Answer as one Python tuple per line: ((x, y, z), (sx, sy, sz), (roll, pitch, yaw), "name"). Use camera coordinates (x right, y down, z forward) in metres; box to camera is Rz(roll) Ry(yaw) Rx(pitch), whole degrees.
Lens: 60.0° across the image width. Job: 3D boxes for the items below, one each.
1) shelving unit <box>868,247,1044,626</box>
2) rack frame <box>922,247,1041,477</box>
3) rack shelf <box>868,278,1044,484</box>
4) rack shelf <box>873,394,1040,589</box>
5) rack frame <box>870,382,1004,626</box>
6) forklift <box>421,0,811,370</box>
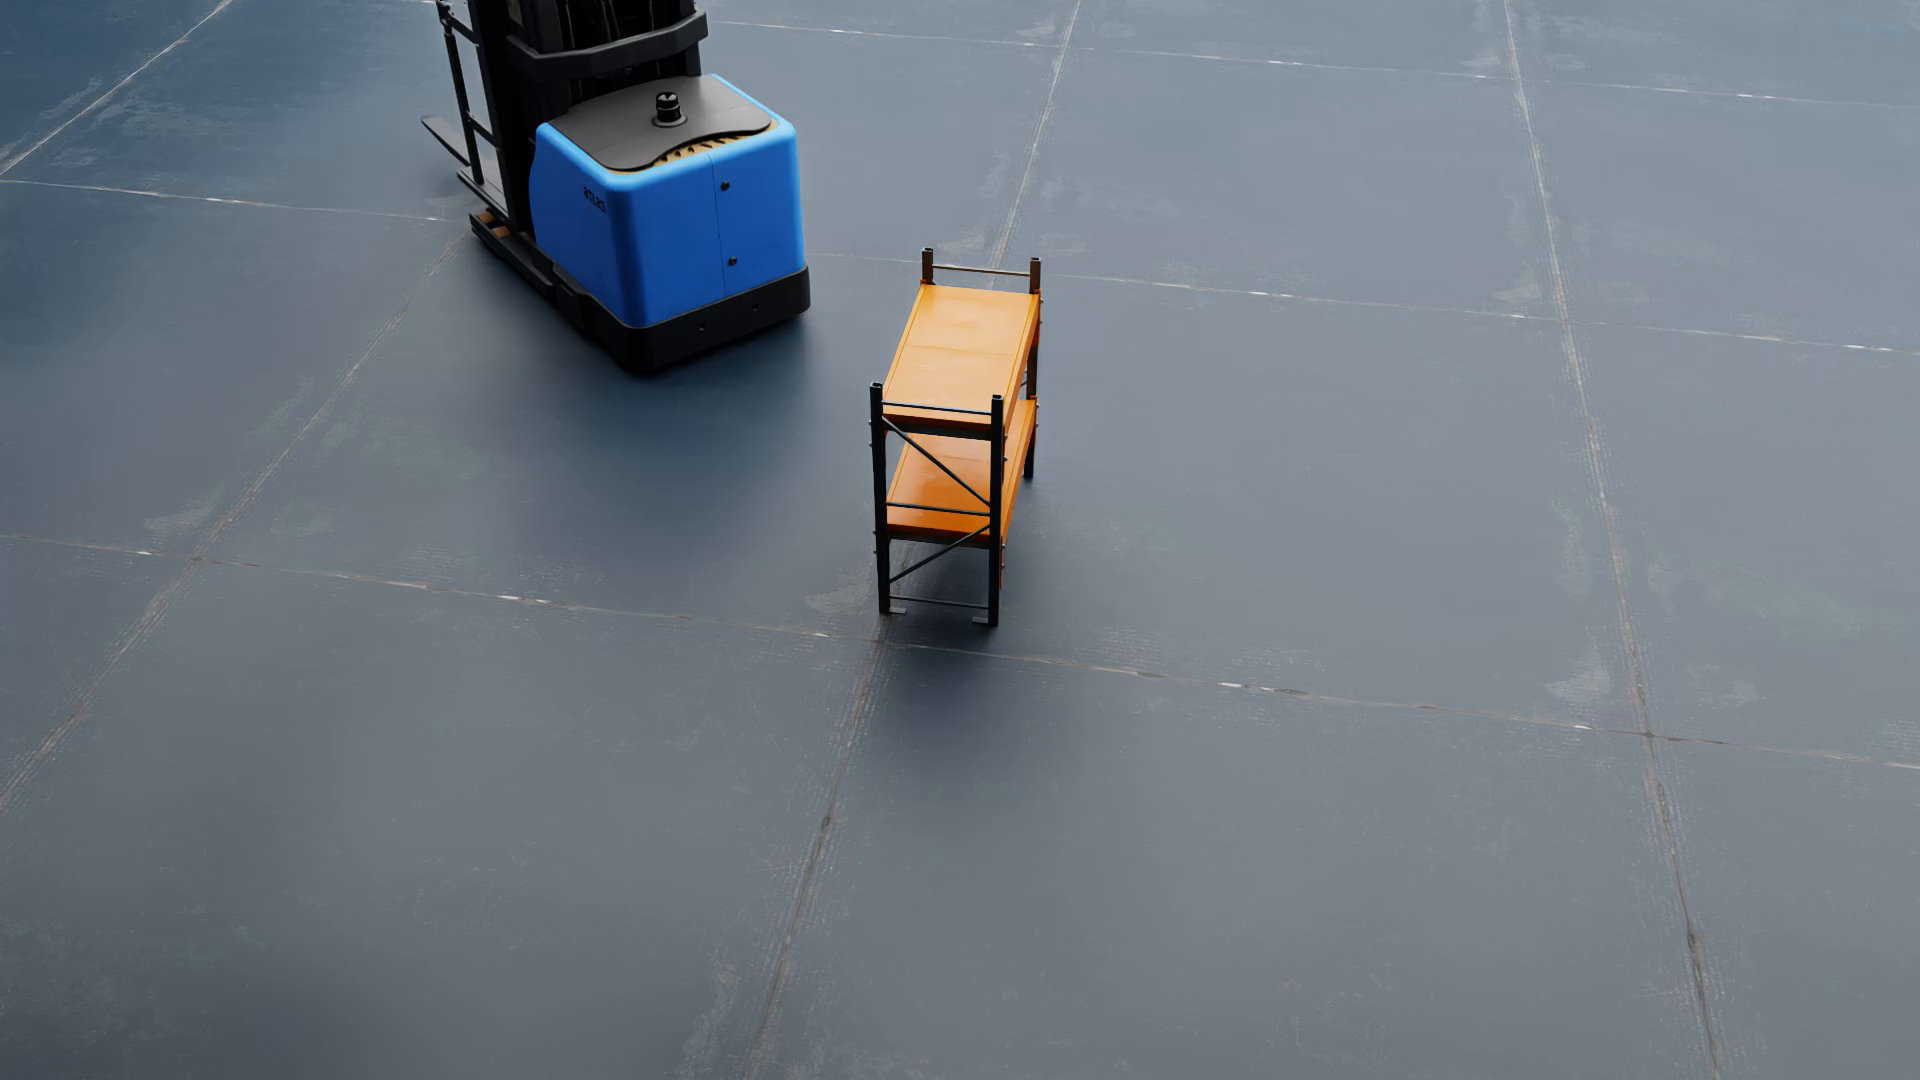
((0.001, -0.438, 6.897), (0.538, 1.125, 1.048), (6, 40, 8), "shelving unit")
((0.089, -0.757, 7.283), (0.500, 1.125, 0.032), (6, 40, 8), "rack frame")
((0.001, -0.663, 6.710), (0.538, 0.278, 1.000), (6, 40, 8), "rack shelf")
((0.001, -0.249, 7.053), (0.538, 0.278, 1.000), (6, 40, 8), "rack shelf")
((-0.087, -0.119, 6.511), (0.500, 1.125, 0.032), (6, 40, 8), "rack frame")
((-2.058, -2.852, 8.399), (1.130, 2.935, 3.031), (-26, 46, -28), "forklift")
